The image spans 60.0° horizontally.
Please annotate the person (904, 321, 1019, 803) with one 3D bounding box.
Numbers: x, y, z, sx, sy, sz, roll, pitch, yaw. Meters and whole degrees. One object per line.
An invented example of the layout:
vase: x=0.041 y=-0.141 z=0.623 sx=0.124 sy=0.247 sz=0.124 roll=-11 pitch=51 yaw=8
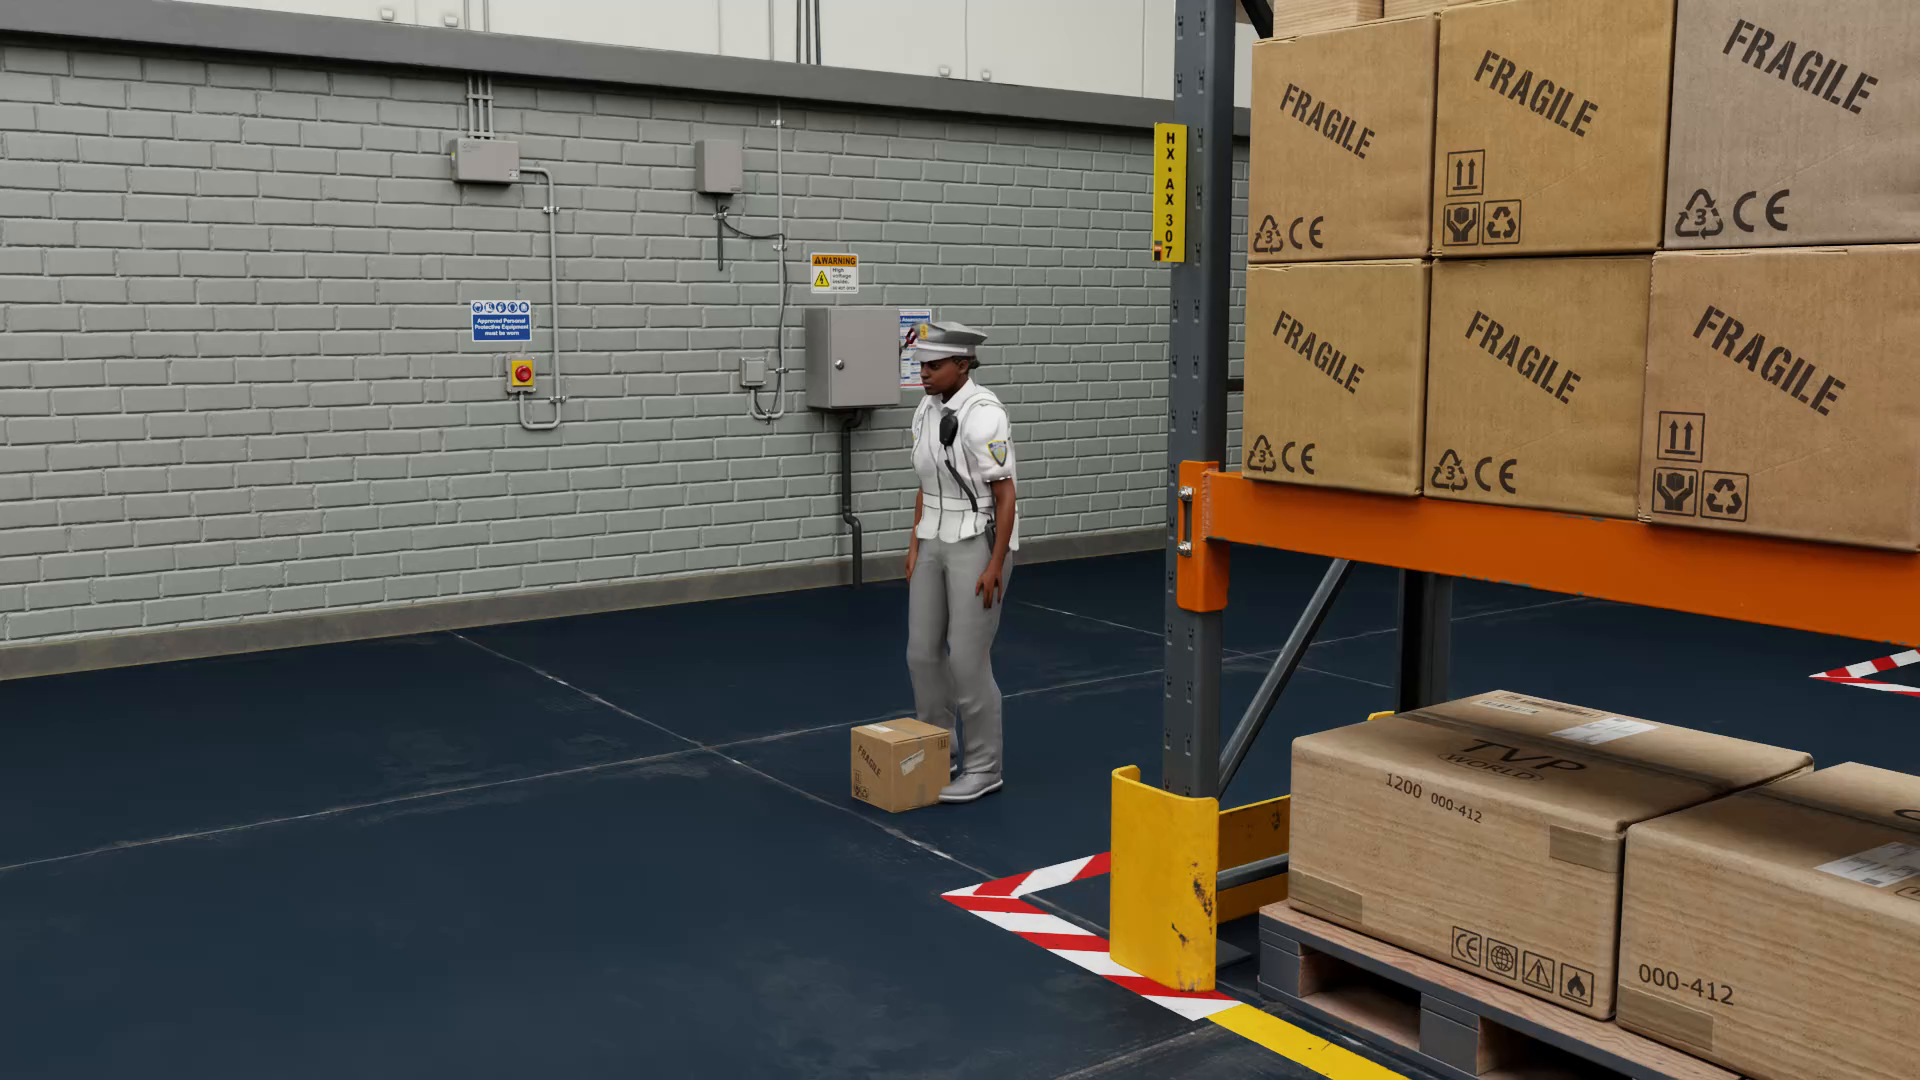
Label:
person: x=-0.020 y=0.065 z=5.848 sx=0.395 sy=1.658 sz=0.522 roll=-6 pitch=10 yaw=-39
